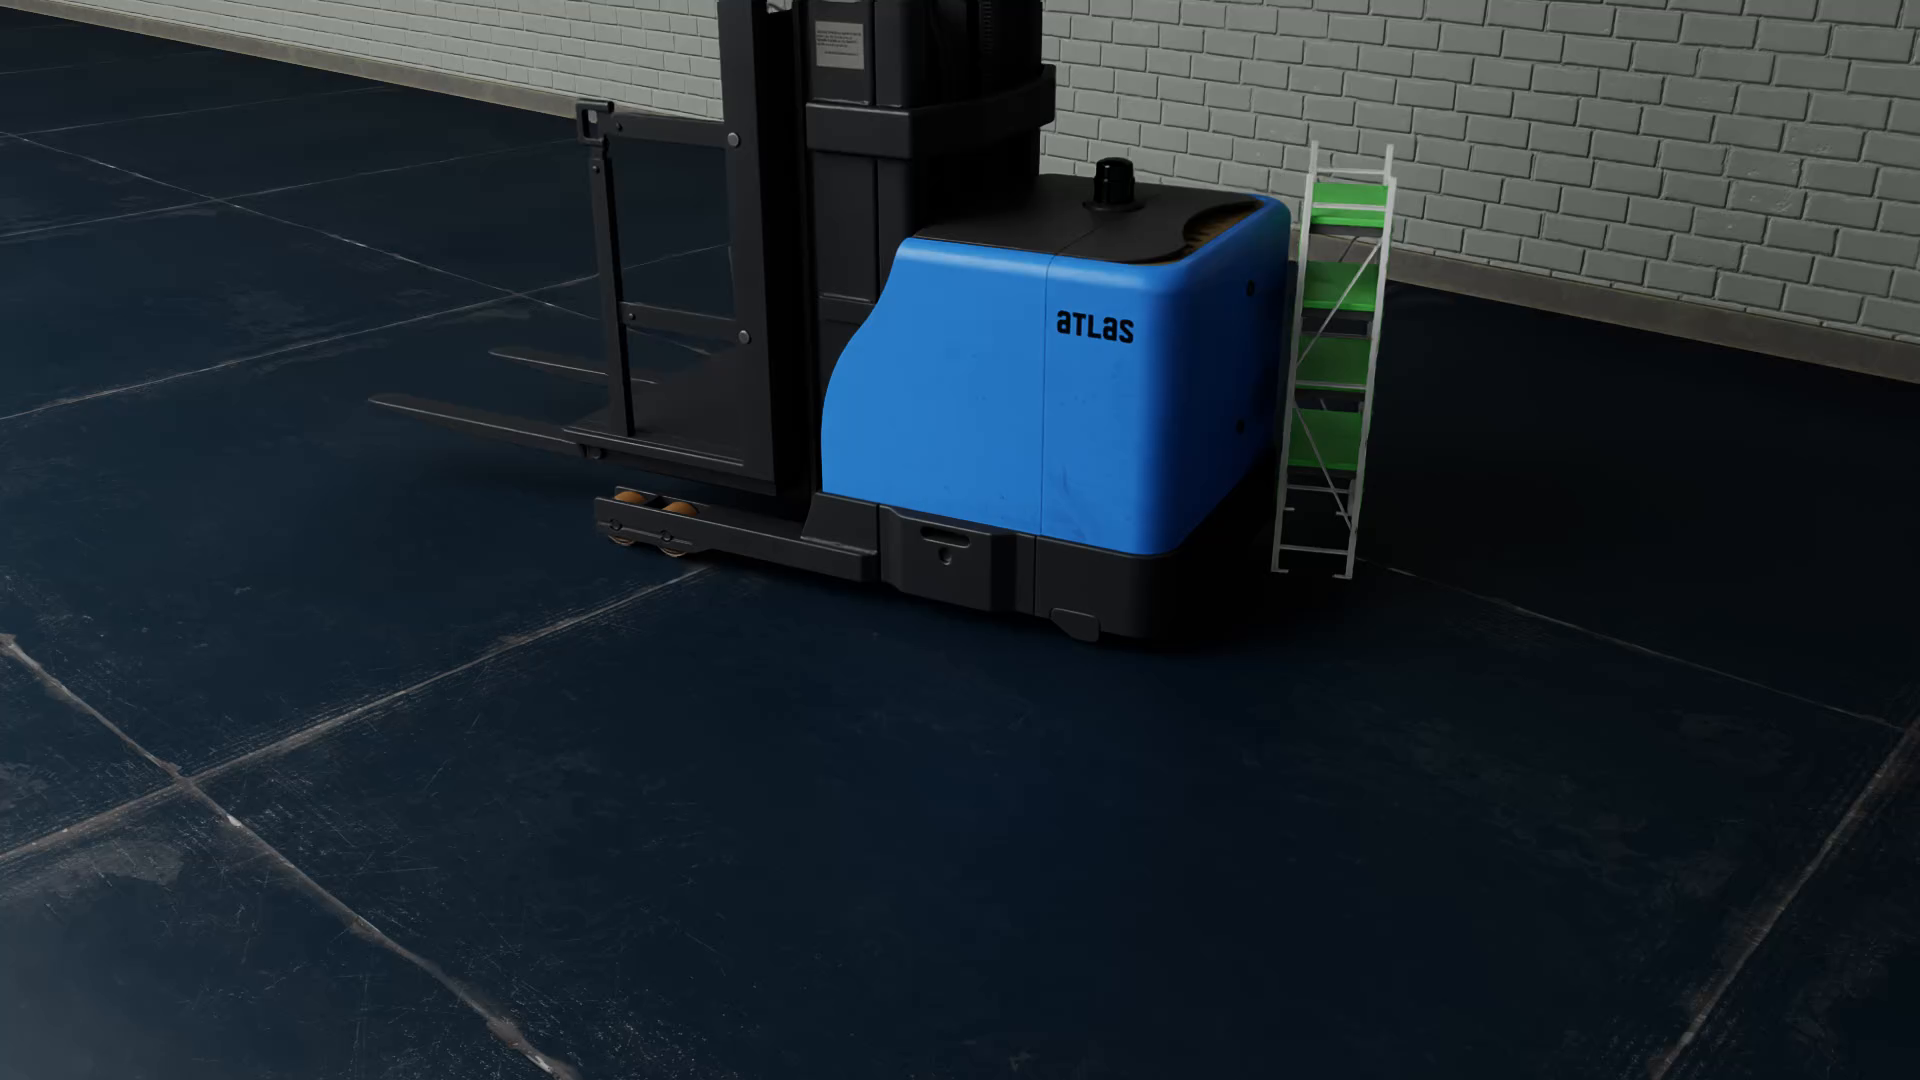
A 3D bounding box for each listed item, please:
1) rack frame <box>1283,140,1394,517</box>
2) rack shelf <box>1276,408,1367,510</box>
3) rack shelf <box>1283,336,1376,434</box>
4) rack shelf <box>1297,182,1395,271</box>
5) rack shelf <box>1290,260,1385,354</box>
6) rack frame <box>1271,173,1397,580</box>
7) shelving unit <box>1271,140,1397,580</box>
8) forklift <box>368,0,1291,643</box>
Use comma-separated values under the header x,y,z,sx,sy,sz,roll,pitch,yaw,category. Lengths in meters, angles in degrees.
x,y,z,sx,sy,sz,roll,pitch,yaw,category
1.168,-0.637,5.202,0.240,1.200,0.015,5,25,11,rack frame
1.113,-0.263,5.110,0.258,0.148,0.480,5,25,11,rack shelf
1.115,-0.481,5.011,0.258,0.148,0.480,5,25,11,rack shelf
1.117,-0.919,4.814,0.258,0.148,0.480,5,25,11,rack shelf
1.116,-0.700,4.913,0.258,0.148,0.480,5,25,11,rack shelf
1.062,-0.442,4.768,0.240,1.200,0.015,5,25,11,rack frame
1.115,-0.540,4.985,0.258,1.200,0.503,5,25,11,shelving unit
-0.567,-1.464,4.932,3.031,2.935,1.130,12,27,25,forklift
